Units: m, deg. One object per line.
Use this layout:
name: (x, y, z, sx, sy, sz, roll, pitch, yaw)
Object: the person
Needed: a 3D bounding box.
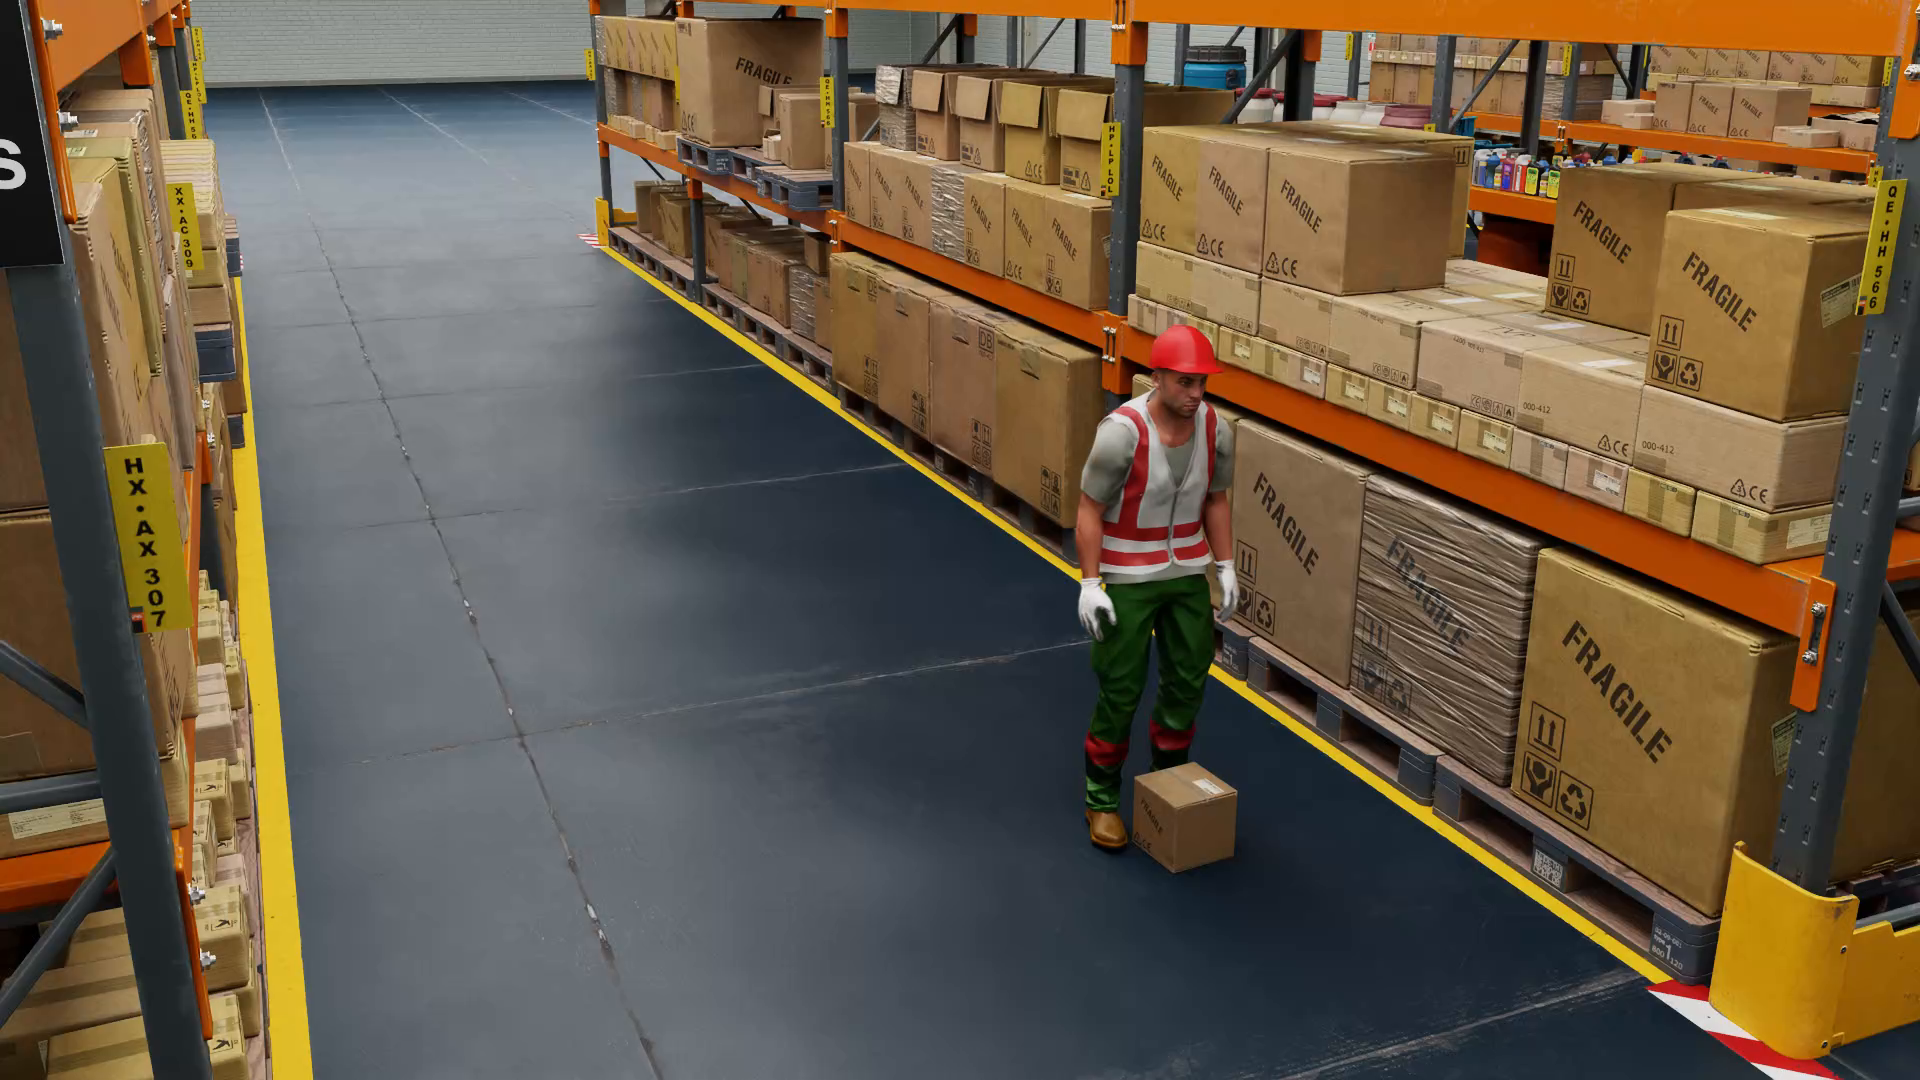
person: (1.503, -1.884, 11.623, 7.105, 1.777, 11.511, -8, 20, -22)
